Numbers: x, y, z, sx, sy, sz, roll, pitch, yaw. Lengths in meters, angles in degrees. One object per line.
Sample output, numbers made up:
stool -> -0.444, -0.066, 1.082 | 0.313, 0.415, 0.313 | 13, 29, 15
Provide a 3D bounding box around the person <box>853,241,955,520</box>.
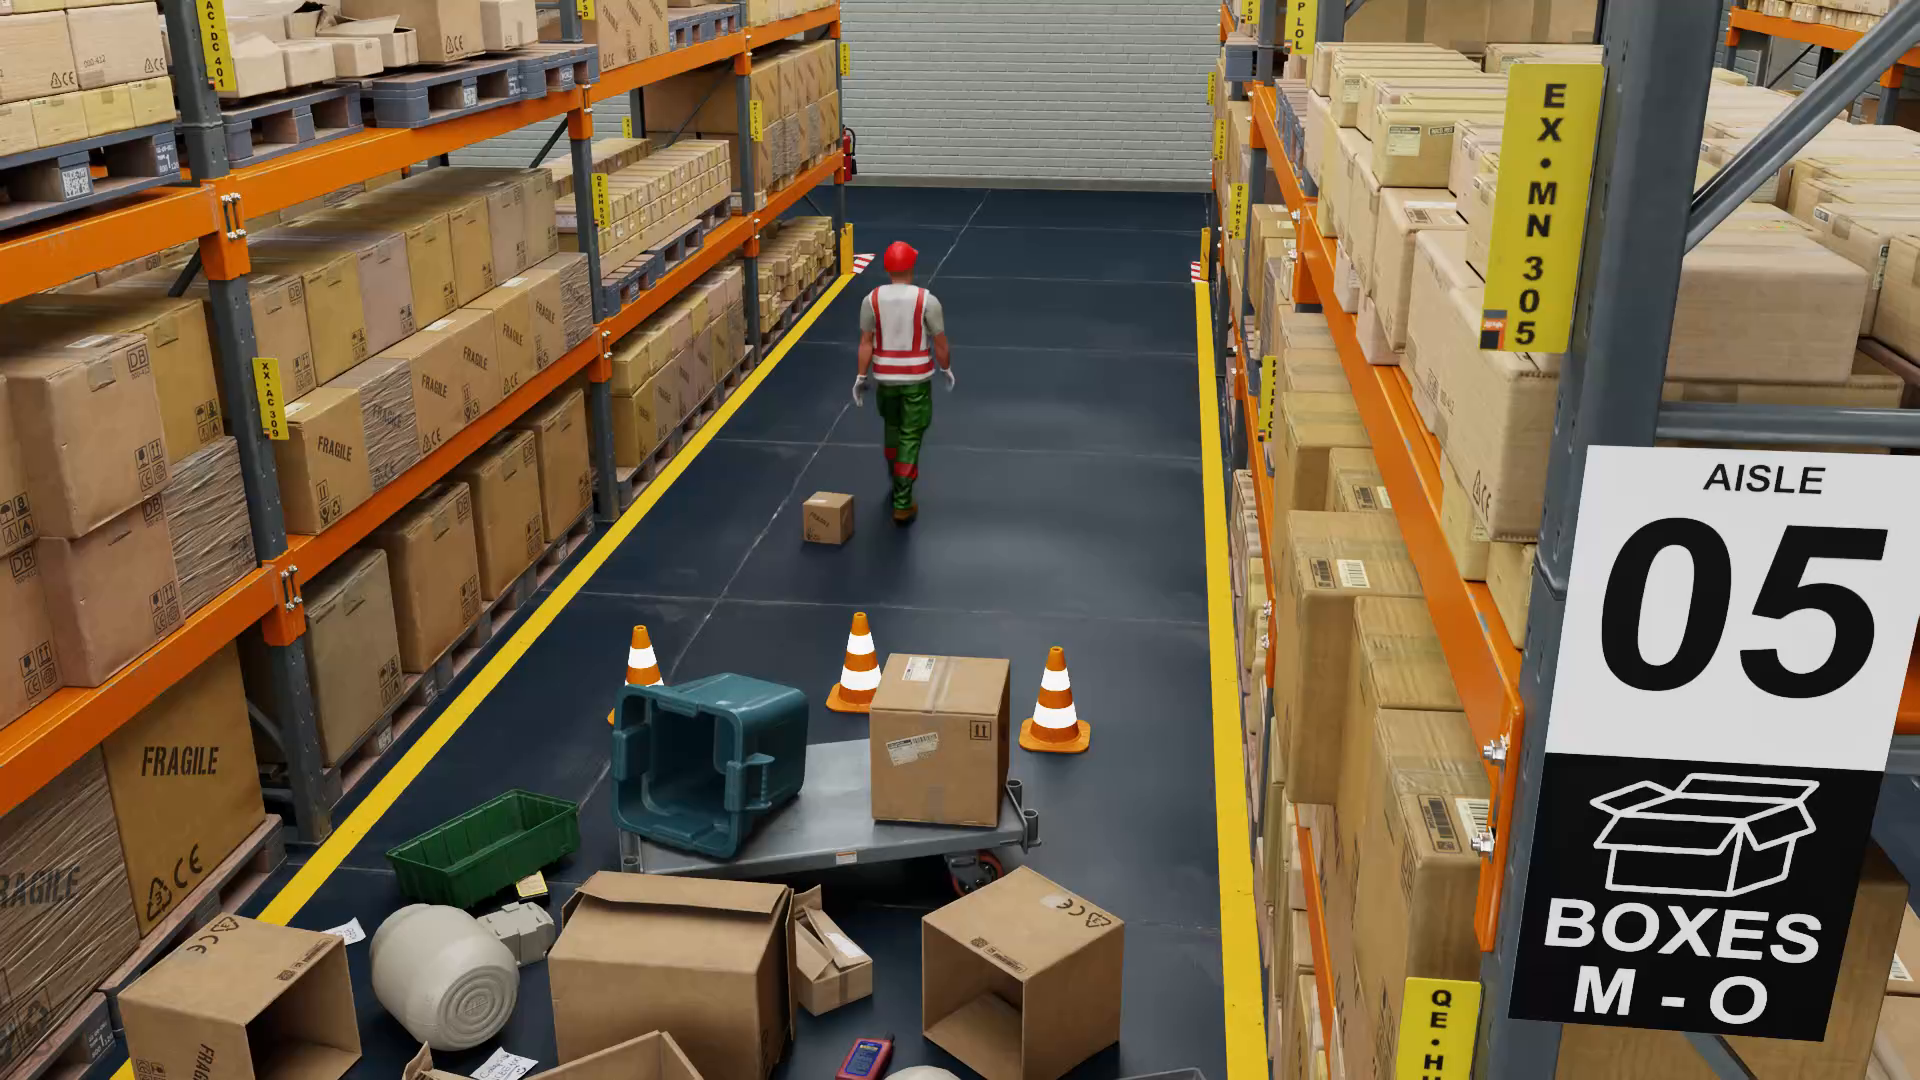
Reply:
person -> -0.345, -1.053, 10.807 | 0.593, 1.813, 0.799 | 6, 22, 15
